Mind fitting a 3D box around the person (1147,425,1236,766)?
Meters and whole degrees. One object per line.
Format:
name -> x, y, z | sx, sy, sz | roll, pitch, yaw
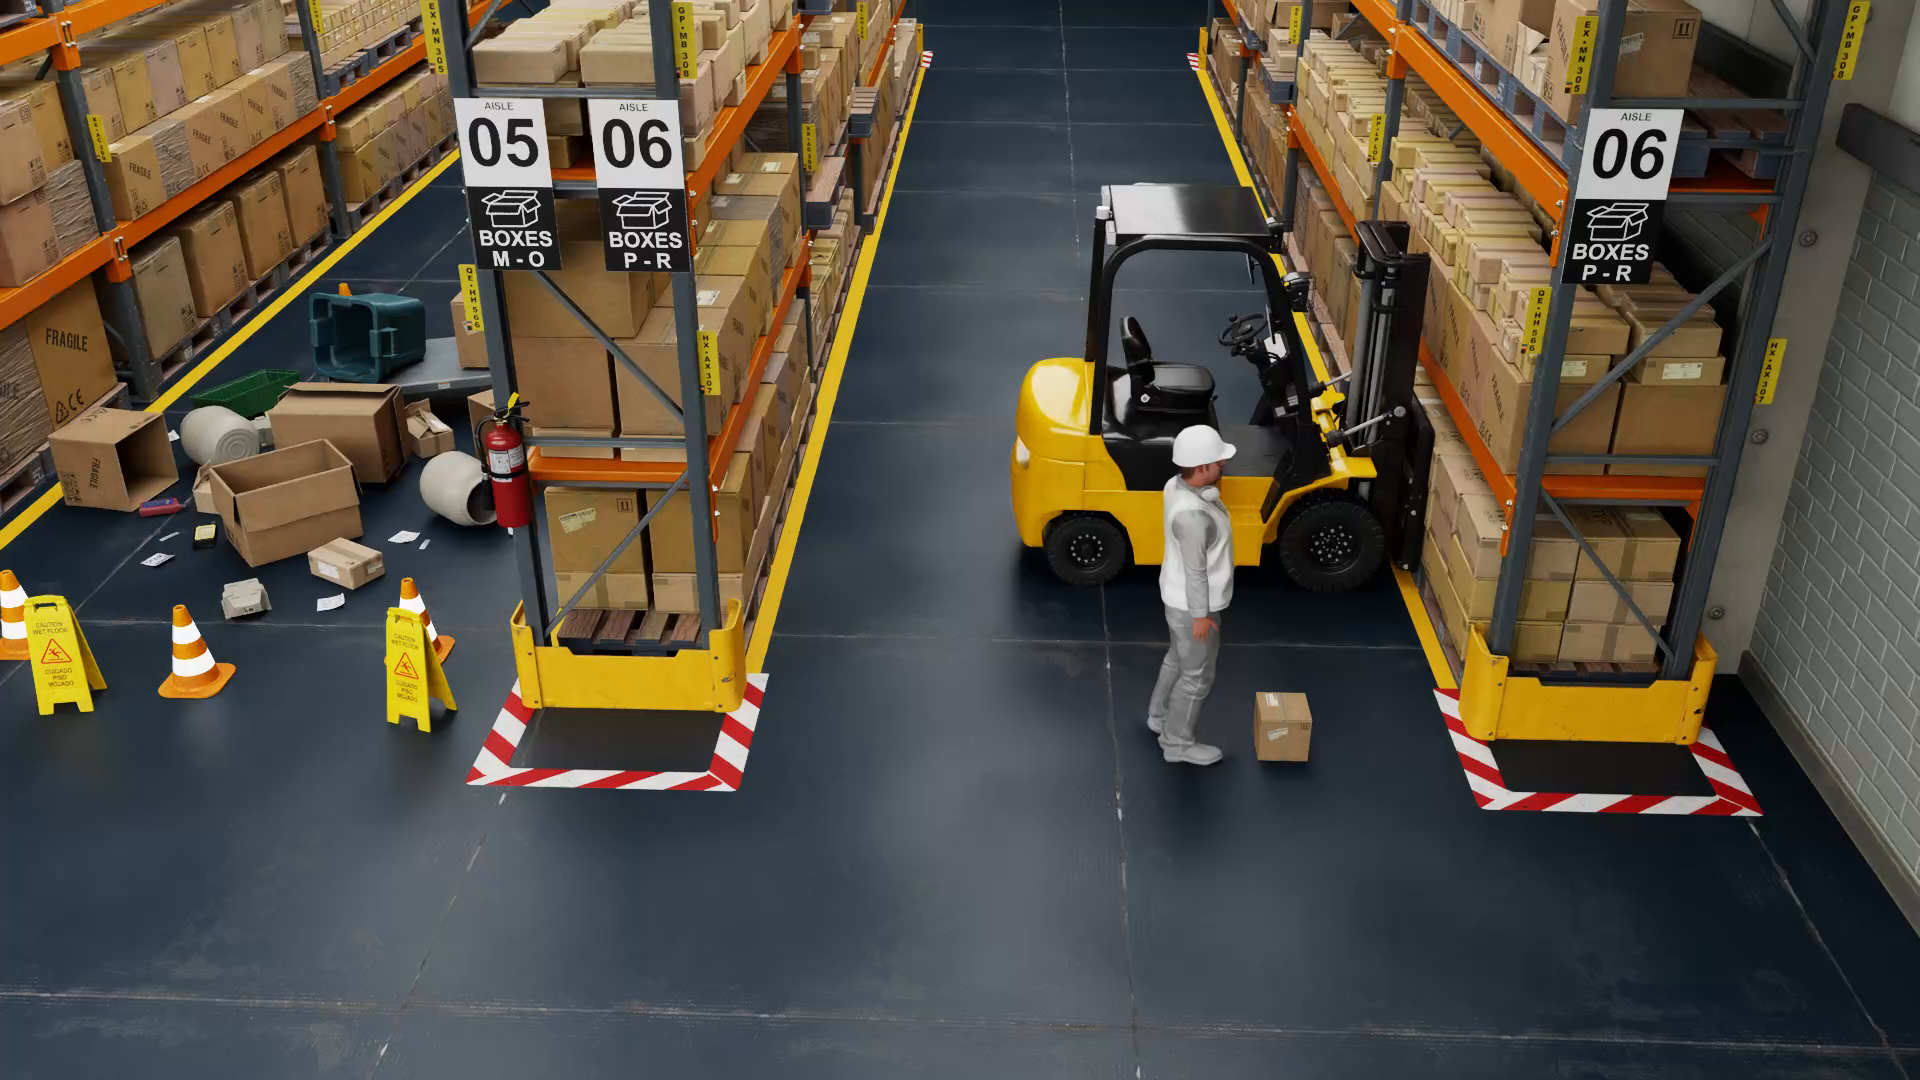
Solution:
person -> 1.147, 0.294, 8.119 | 0.371, 1.842, 0.534 | 2, 28, 3
